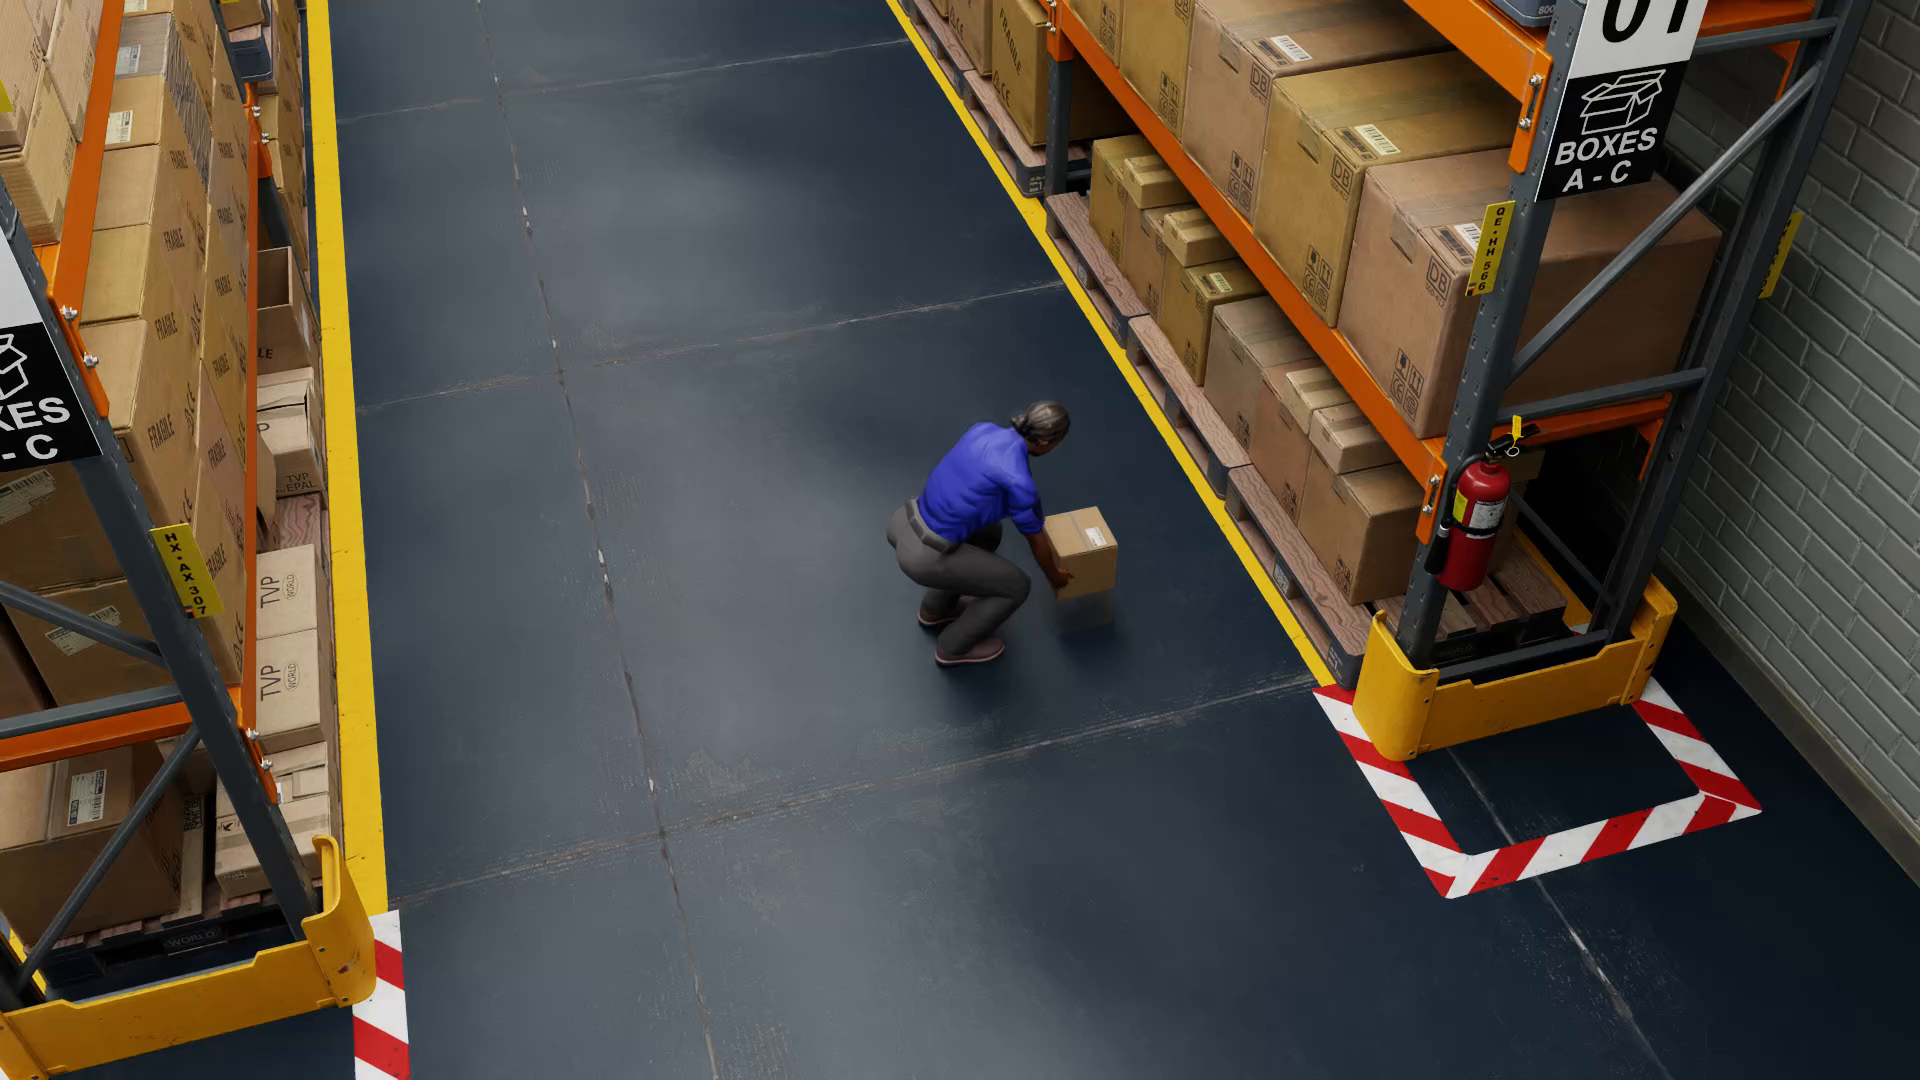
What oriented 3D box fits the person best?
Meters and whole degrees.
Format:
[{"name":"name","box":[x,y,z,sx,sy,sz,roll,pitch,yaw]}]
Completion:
[{"name":"person","box":[0.072,-0.041,6.633,0.747,1.092,0.499,-12,44,-13]}]
